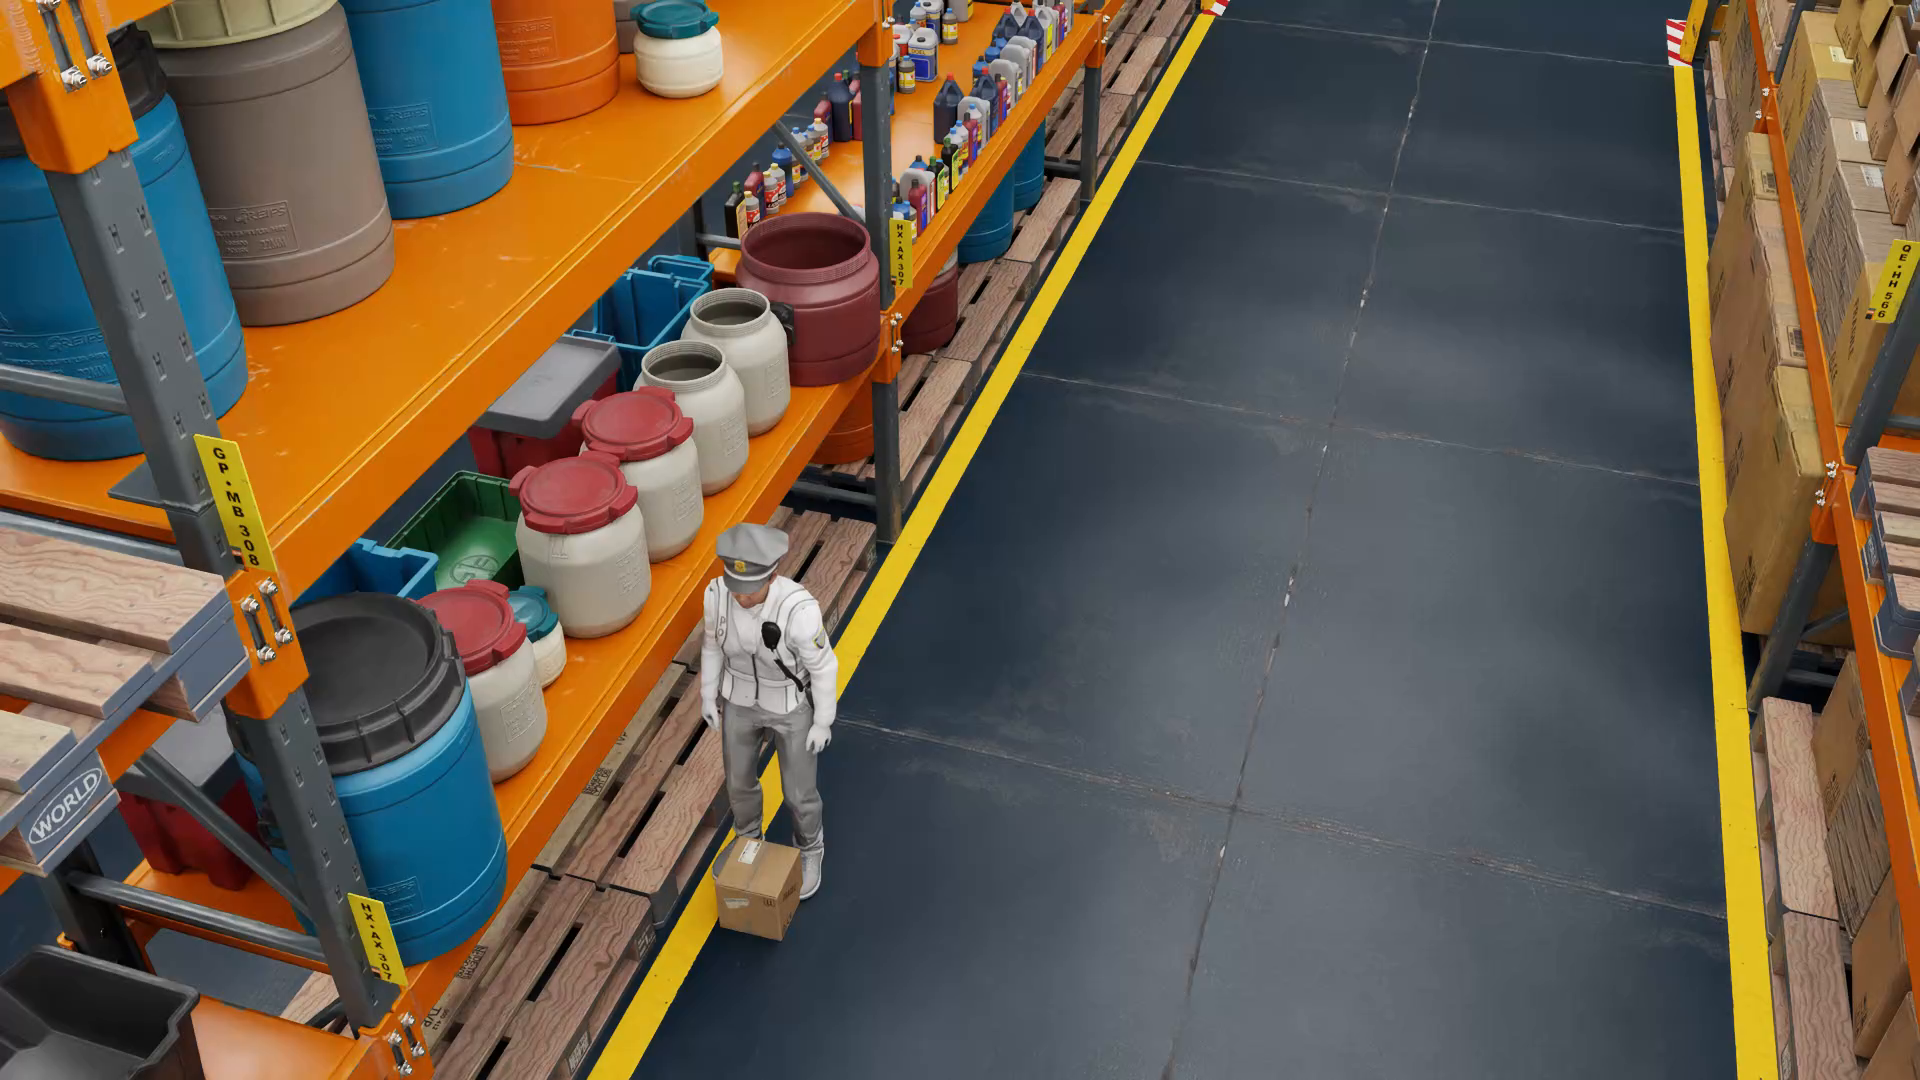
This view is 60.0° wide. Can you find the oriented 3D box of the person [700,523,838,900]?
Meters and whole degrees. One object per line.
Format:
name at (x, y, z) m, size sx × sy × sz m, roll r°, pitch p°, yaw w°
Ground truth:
person at (-0.701, 0.618, 6.076) m, size 0.526 × 1.662 × 0.375 m, roll 10°, pitch 38°, yaw 13°
